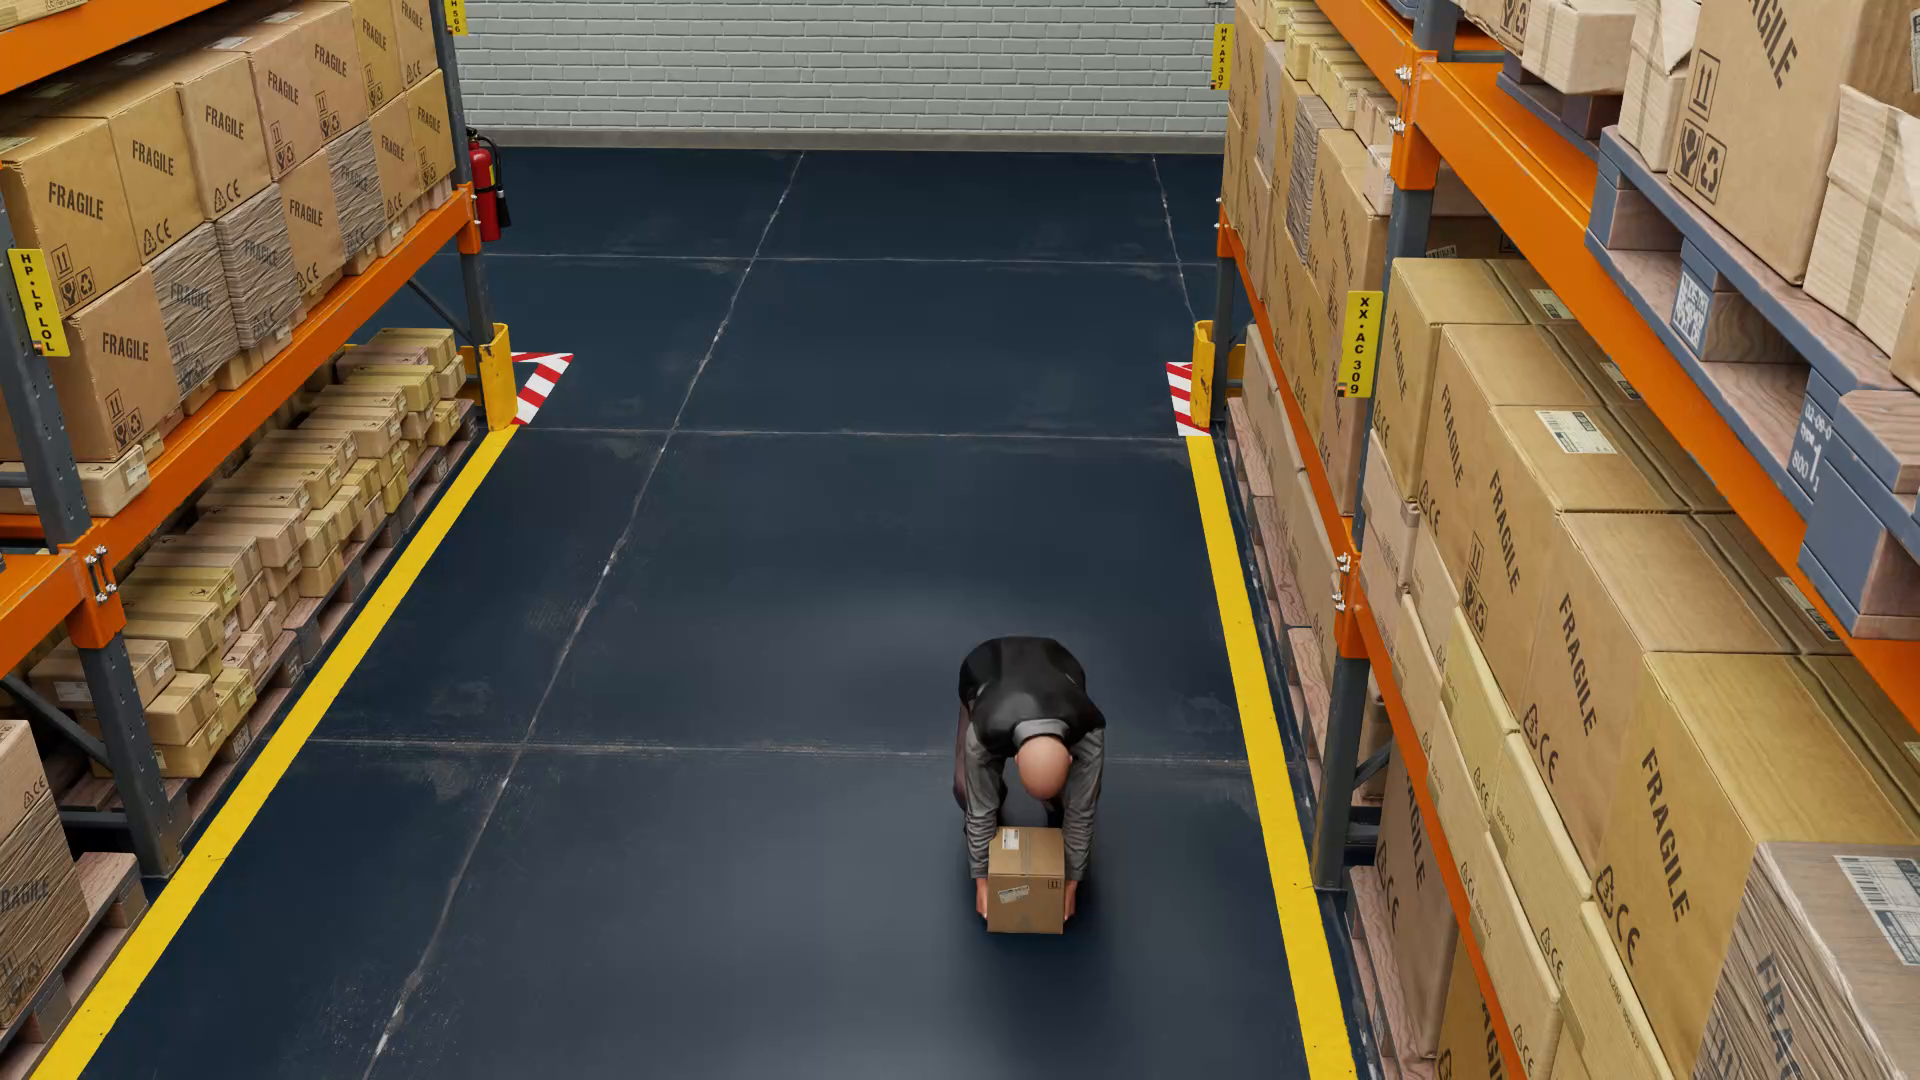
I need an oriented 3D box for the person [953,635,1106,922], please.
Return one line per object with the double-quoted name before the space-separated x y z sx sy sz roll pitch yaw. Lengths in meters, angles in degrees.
"person" 0.230 0.776 5.723 0.508 0.791 0.935 0 28 1
